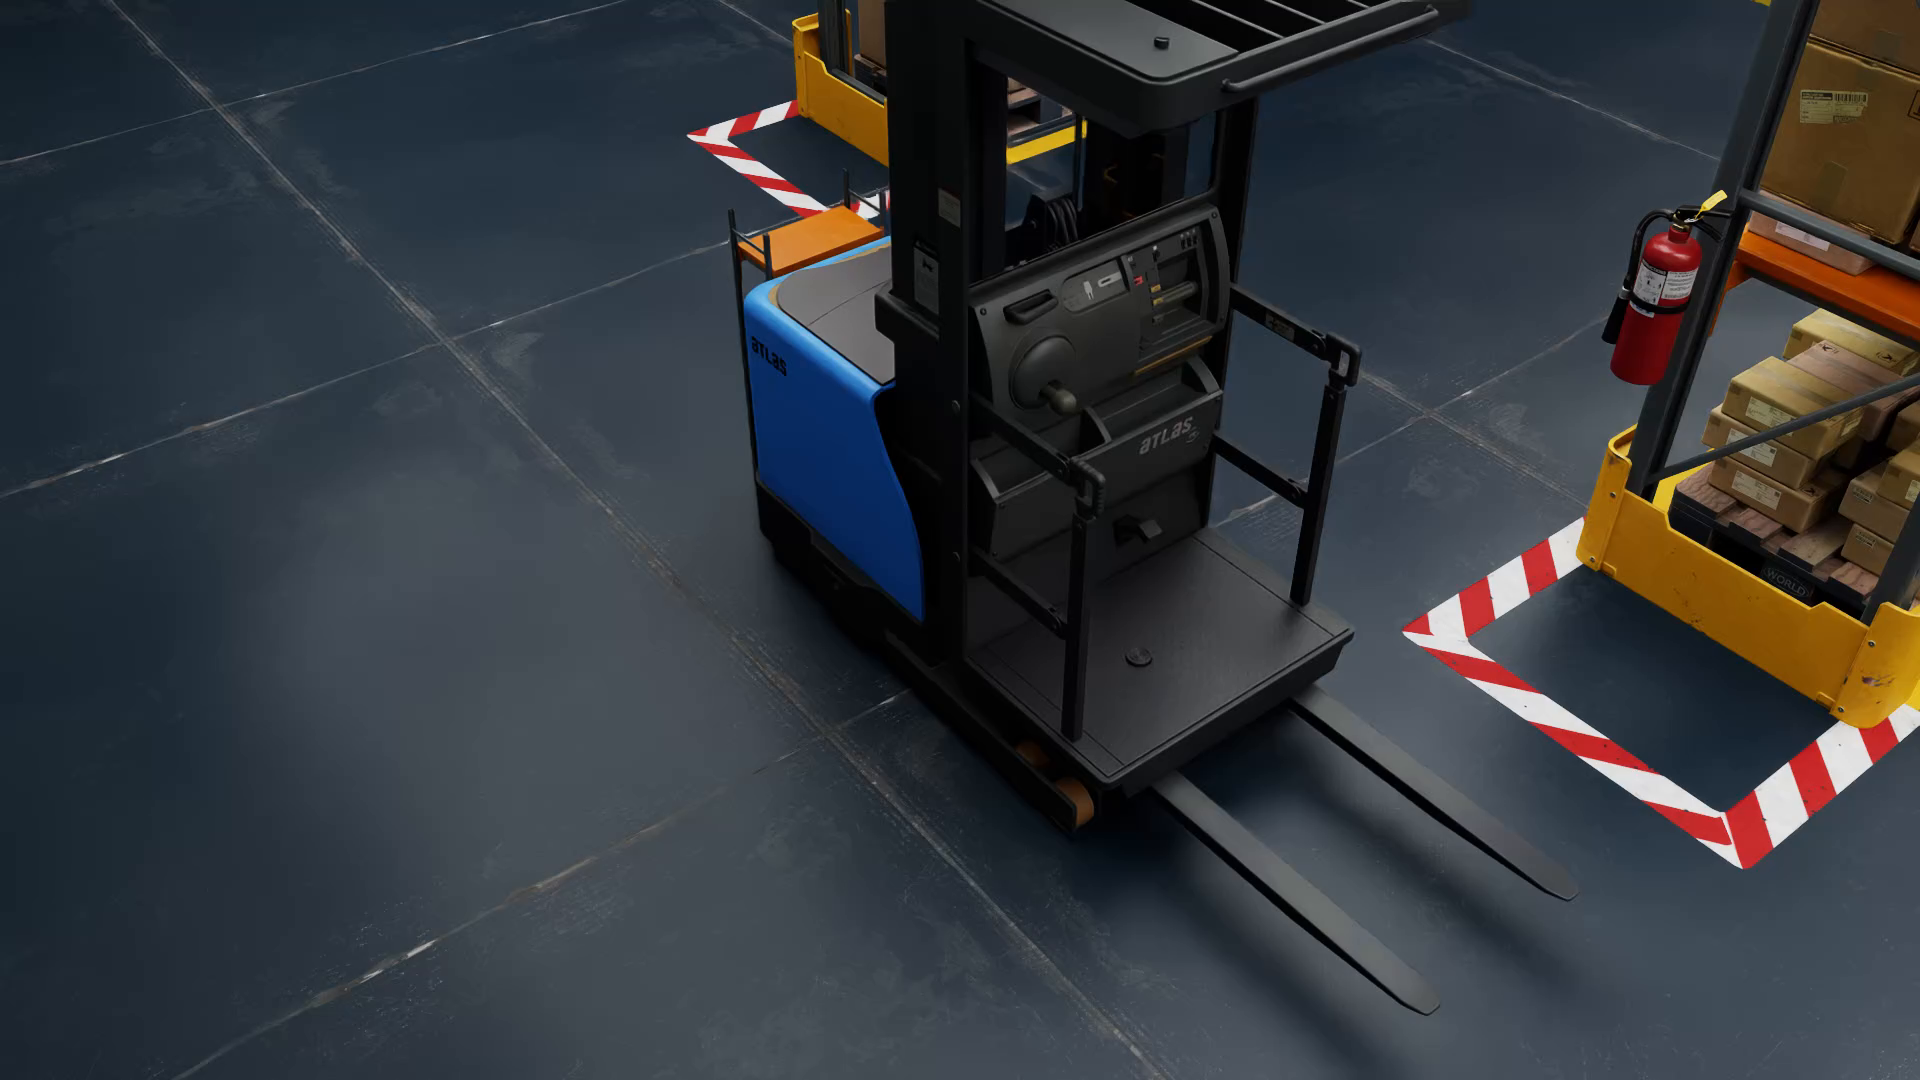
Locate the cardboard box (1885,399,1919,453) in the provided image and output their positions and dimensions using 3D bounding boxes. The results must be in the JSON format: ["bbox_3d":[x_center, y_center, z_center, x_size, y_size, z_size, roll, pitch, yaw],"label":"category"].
[{"bbox_3d":[3.462,-0.339,5.745,0.250,0.149,0.380,-25,46,-27],"label":"cardboard box"}]

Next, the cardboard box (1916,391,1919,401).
[{"bbox_3d":[3.626,-0.626,6.330,0.250,0.149,0.380,-27,46,-29],"label":"cardboard box"}]

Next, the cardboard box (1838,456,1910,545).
[{"bbox_3d":[3.266,-0.098,5.687,0.250,0.149,0.380,-24,45,-26],"label":"cardboard box"}]

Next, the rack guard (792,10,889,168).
[{"bbox_3d":[-0.421,-2.324,8.689,0.348,0.500,1.175,-26,46,-28],"label":"rack guard"}]

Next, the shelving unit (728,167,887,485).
[{"bbox_3d":[-0.533,-0.721,6.183,0.503,1.200,0.258,-27,46,-29],"label":"shelving unit"}]

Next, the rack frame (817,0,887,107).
[{"bbox_3d":[-0.402,-3.300,7.908,0.127,3.000,1.000,-26,46,-28],"label":"rack frame"}]

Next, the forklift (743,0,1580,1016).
[{"bbox_3d":[0.557,-0.596,4.665,1.130,2.935,3.031,-26,46,-28],"label":"forklift"}]

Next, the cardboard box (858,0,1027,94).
[{"bbox_3d":[0.060,-2.777,8.959,0.875,0.438,0.875,-28,47,-29],"label":"cardboard box"}]

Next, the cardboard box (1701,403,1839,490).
[{"bbox_3d":[2.939,-0.372,6.021,0.250,0.149,0.380,-27,47,-29],"label":"cardboard box"}]

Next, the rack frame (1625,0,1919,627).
[{"bbox_3d":[2.694,-0.850,4.921,0.127,3.000,1.000,-26,46,-28],"label":"rack frame"}]

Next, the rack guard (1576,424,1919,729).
[{"bbox_3d":[2.755,0.087,5.749,0.348,0.500,1.175,-26,46,-28],"label":"rack guard"}]

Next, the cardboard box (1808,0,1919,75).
[{"bbox_3d":[2.906,-1.692,4.846,0.500,0.500,0.500,-27,46,-29],"label":"cardboard box"}]

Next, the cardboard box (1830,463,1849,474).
[{"bbox_3d":[3.127,-0.369,6.251,0.250,0.149,0.380,-25,45,-27],"label":"cardboard box"}]

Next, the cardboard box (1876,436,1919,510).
[{"bbox_3d":[3.317,-0.172,5.542,0.250,0.149,0.380,-28,47,-30],"label":"cardboard box"}]

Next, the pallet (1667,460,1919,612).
[{"bbox_3d":[3.420,-0.097,6.202,1.213,0.211,1.003,-26,46,-28],"label":"pallet"}]

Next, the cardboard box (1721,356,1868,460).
[{"bbox_3d":[2.960,-0.472,5.908,0.250,0.149,0.380,-25,46,-28],"label":"cardboard box"}]

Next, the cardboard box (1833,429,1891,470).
[{"bbox_3d":[3.179,-0.446,6.111,0.250,0.149,0.380,-27,47,-29],"label":"cardboard box"}]

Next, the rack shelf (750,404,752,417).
[{"bbox_3d":[-0.533,-0.515,6.351,0.480,0.148,0.258,-27,46,-29],"label":"rack shelf"}]

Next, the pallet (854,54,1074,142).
[{"bbox_3d":[0.184,-2.570,9.217,1.213,0.211,1.003,-26,46,-28],"label":"pallet"}]

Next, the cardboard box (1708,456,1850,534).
[{"bbox_3d":[2.985,-0.218,6.068,0.250,0.149,0.380,-25,46,-27],"label":"cardboard box"}]

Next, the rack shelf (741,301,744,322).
[{"bbox_3d":[-0.533,-0.842,6.084,0.480,0.148,0.258,-27,46,-29],"label":"rack shelf"}]

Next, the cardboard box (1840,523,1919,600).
[{"bbox_3d":[3.305,0.049,5.742,0.250,0.149,0.380,-25,46,-27],"label":"cardboard box"}]

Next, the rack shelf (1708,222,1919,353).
[{"bbox_3d":[4.280,-1.345,6.091,4.000,0.370,1.077,-26,46,-28],"label":"rack shelf"}]

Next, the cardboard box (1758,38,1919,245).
[{"bbox_3d":[2.894,-1.306,5.164,0.500,0.500,0.500,-25,46,-27],"label":"cardboard box"}]

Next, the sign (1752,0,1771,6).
[{"bbox_3d":[2.372,-1.706,4.803,0.005,0.325,0.100,-26,46,-28],"label":"sign"}]

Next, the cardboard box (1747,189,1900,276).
[{"bbox_3d":[2.781,-1.021,5.327,0.250,0.149,0.380,-26,46,-28],"label":"cardboard box"}]

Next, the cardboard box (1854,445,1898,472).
[{"bbox_3d":[3.389,-0.427,6.322,0.250,0.149,0.380,-26,46,-28],"label":"cardboard box"}]

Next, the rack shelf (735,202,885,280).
[{"bbox_3d":[-0.533,-1.025,5.934,0.480,0.148,0.258,-27,46,-29],"label":"rack shelf"}]

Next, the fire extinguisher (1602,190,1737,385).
[{"bbox_3d":[2.213,-0.810,5.228,0.183,0.674,0.296,-26,46,-28],"label":"fire extinguisher"}]

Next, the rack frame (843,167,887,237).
[{"bbox_3d":[-0.343,-0.818,6.301,0.015,1.200,0.240,-27,46,-29],"label":"rack frame"}]

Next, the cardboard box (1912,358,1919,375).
[{"bbox_3d":[3.566,-0.772,6.274,0.250,0.149,0.380,-28,47,-30],"label":"cardboard box"}]

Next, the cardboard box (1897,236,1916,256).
[{"bbox_3d":[3.001,-1.098,5.421,0.250,0.149,0.380,-26,46,-28],"label":"cardboard box"}]

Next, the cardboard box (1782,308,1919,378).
[{"bbox_3d":[3.322,-0.704,6.191,0.250,0.149,0.380,-27,46,-29],"label":"cardboard box"}]

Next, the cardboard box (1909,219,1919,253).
[{"bbox_3d":[3.219,-1.038,4.837,0.500,0.500,0.500,-24,45,-26],"label":"cardboard box"}]

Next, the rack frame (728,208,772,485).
[{"bbox_3d":[-0.724,-0.624,6.065,0.015,1.200,0.240,-27,46,-29],"label":"rack frame"}]

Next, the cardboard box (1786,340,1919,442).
[{"bbox_3d":[3.194,-0.540,5.991,0.250,0.149,0.380,-25,46,-27],"label":"cardboard box"}]
